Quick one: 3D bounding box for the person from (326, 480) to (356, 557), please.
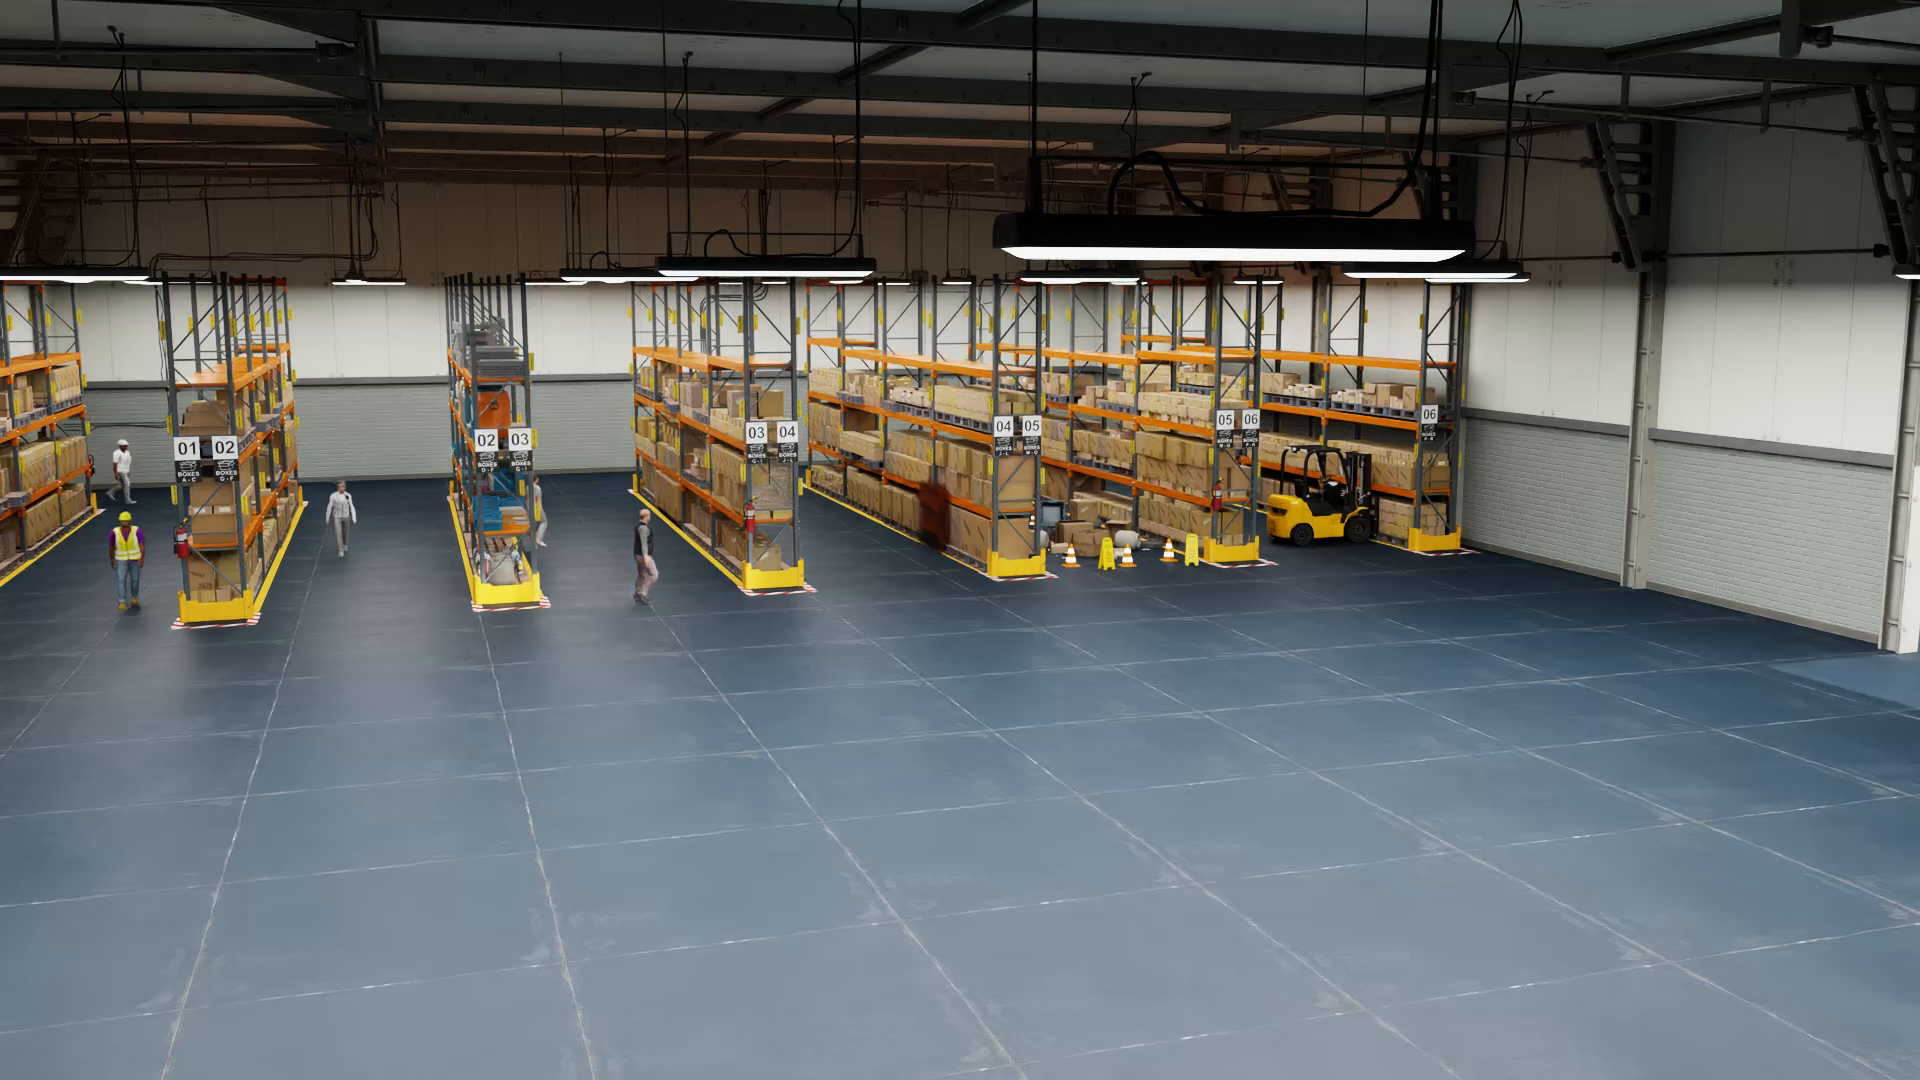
[{"bbox_3d":[-13.331,-0.494,35.809,0.588,1.611,1.040,-4,10,-27],"label":"person"}]

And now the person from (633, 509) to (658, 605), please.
[{"bbox_3d":[-5.754,0.297,30.341,0.430,1.729,0.569,-3,9,-18],"label":"person"}]

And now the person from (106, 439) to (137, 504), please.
[{"bbox_3d":[-22.415,-1.826,44.377,0.886,1.738,0.570,0,9,1],"label":"person"}]

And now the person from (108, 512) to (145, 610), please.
[{"bbox_3d":[-14.956,0.350,29.898,0.584,1.712,0.989,-5,10,-30],"label":"person"}]

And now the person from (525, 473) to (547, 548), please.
[{"bbox_3d":[-9.423,-0.649,36.759,0.463,1.651,0.500,2,9,11],"label":"person"}]
